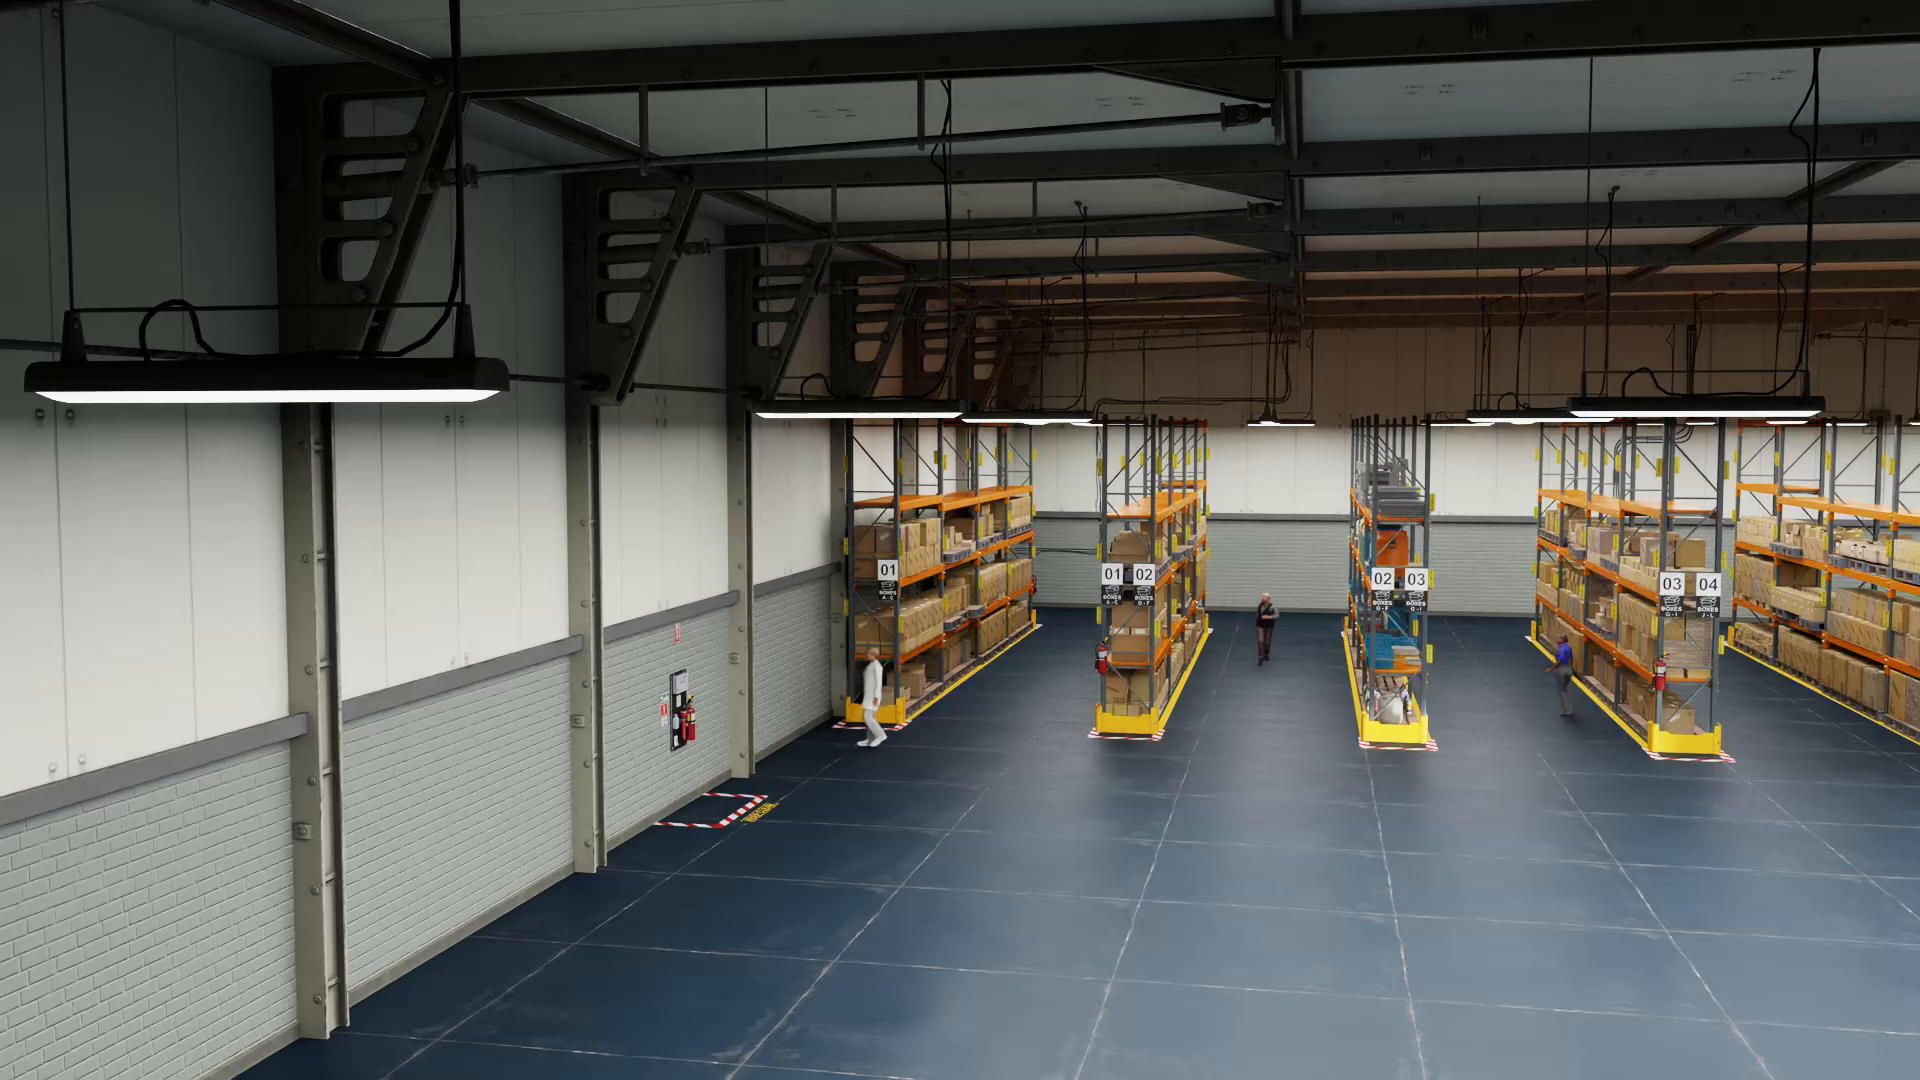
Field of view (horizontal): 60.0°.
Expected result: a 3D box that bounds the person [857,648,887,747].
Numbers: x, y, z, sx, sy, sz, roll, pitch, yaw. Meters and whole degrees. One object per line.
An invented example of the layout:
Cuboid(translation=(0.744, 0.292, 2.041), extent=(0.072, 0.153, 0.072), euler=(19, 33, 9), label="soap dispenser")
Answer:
Cuboid(translation=(-1.596, 2.830, 29.950), extent=(0.503, 1.781, 0.631), euler=(-1, 4, -18), label="person")

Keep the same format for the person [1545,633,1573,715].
Cuboid(translation=(12.131, 2.723, 33.462), extent=(0.572, 1.694, 0.526), euler=(-2, 4, -22), label="person")

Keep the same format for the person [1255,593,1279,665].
Cuboid(translation=(7.466, 2.143, 40.445), extent=(0.571, 1.695, 0.995), euler=(1, 4, 10), label="person")
